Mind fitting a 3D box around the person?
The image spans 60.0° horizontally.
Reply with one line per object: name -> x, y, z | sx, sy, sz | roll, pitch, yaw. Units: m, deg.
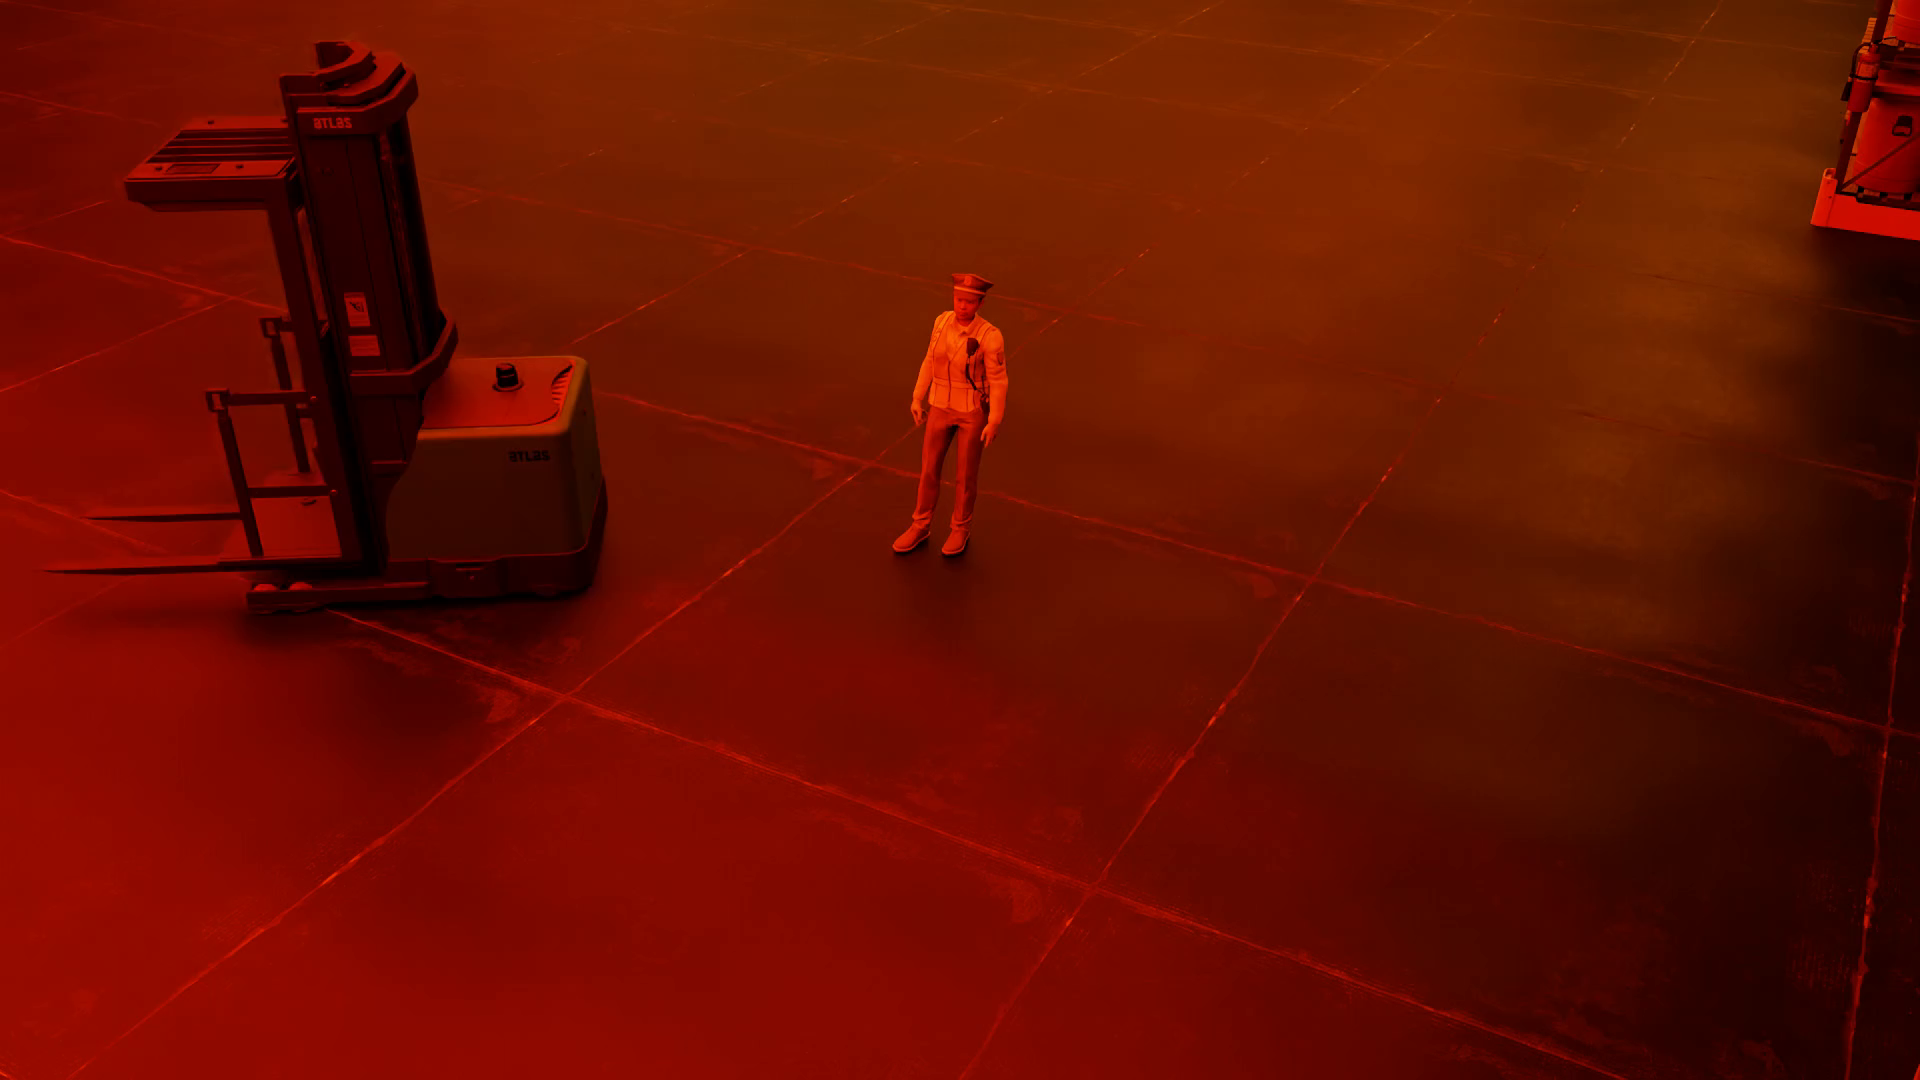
person -> -0.038, -0.712, 9.527 | 0.587, 1.696, 0.534 | 15, 33, 25

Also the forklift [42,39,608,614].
forklift -> -3.636, -1.133, 9.033 | 3.031, 2.935, 1.130 | -2, 30, -4
